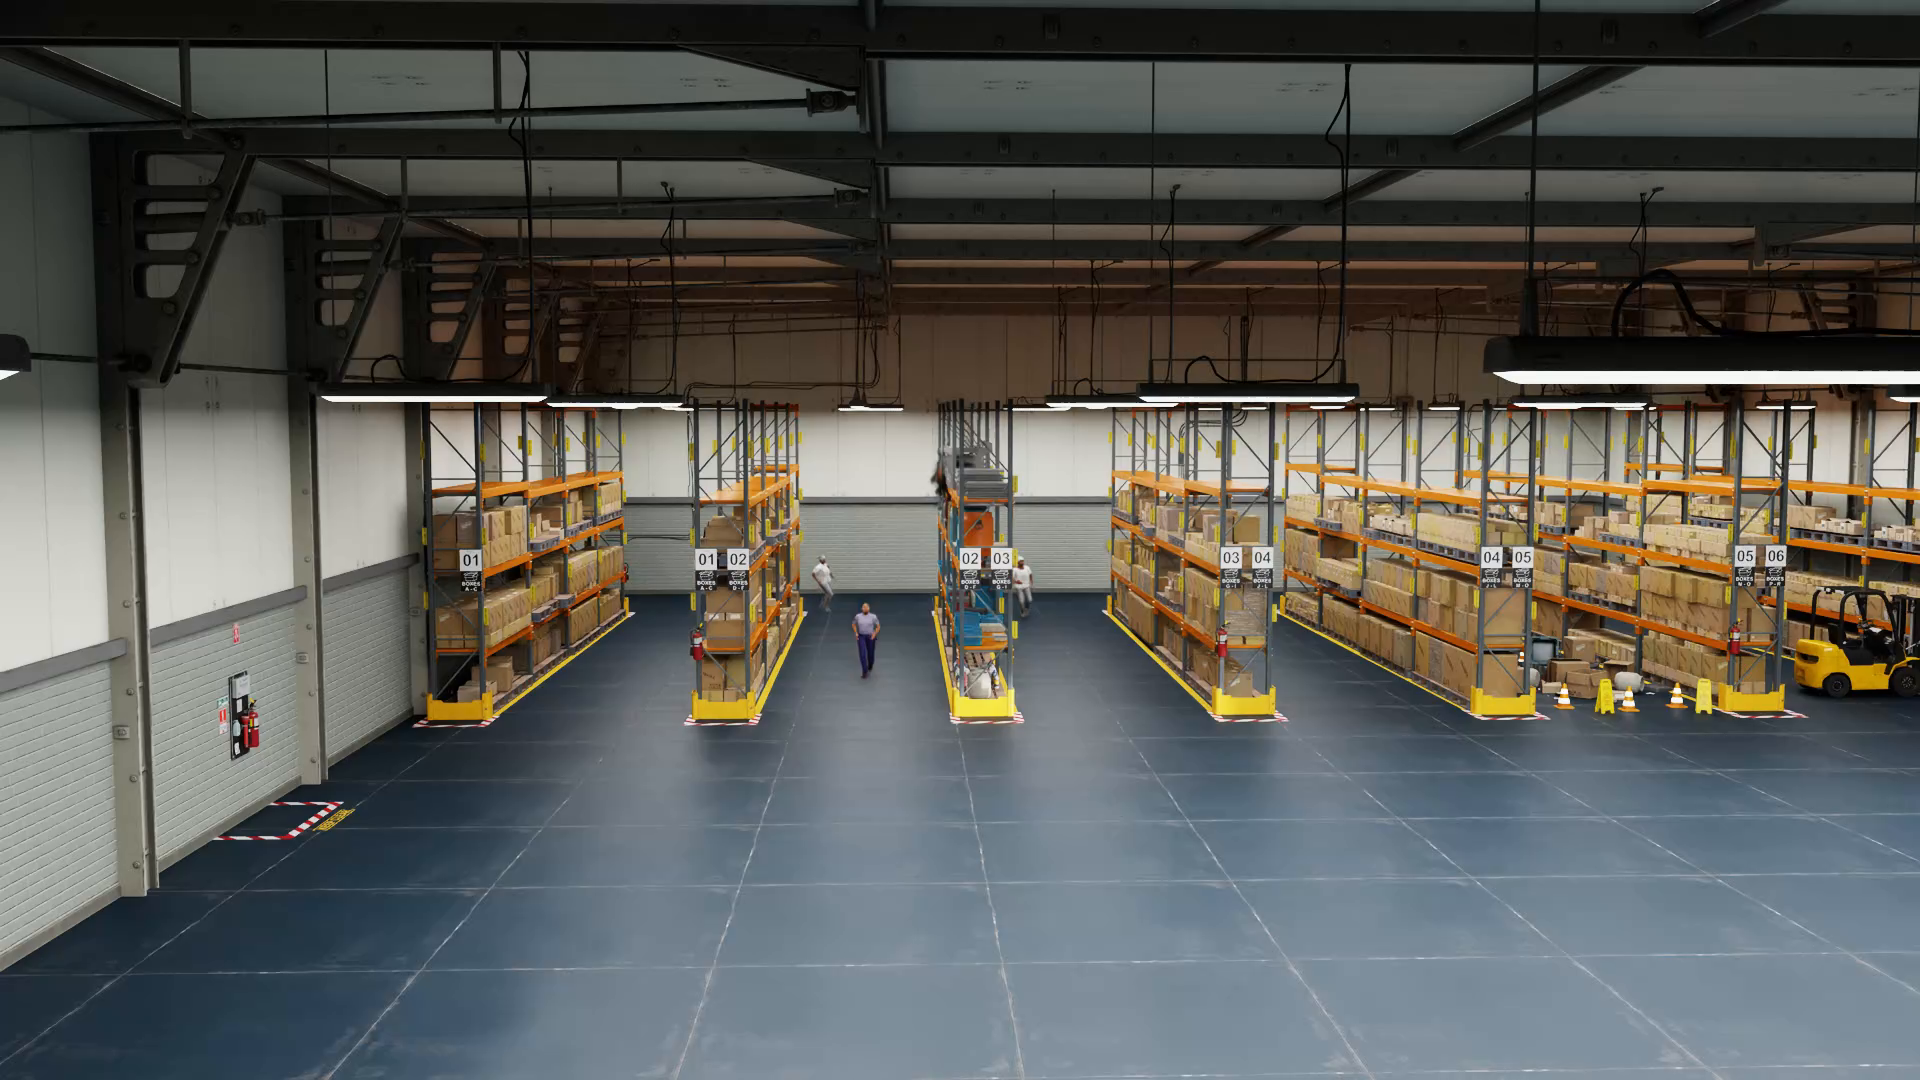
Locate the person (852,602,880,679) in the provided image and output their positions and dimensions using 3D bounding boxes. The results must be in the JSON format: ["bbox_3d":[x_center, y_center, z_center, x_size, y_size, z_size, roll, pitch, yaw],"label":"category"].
[{"bbox_3d":[-2.048,2.166,36.290,0.618,1.629,0.742,0,4,-3],"label":"person"}]

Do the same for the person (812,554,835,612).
[{"bbox_3d":[-3.905,1.262,47.979,0.626,1.703,0.646,3,5,33],"label":"person"}]

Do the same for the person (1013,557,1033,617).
[{"bbox_3d":[1.738,1.320,46.506,0.734,1.717,0.534,-1,5,-19],"label":"person"}]
